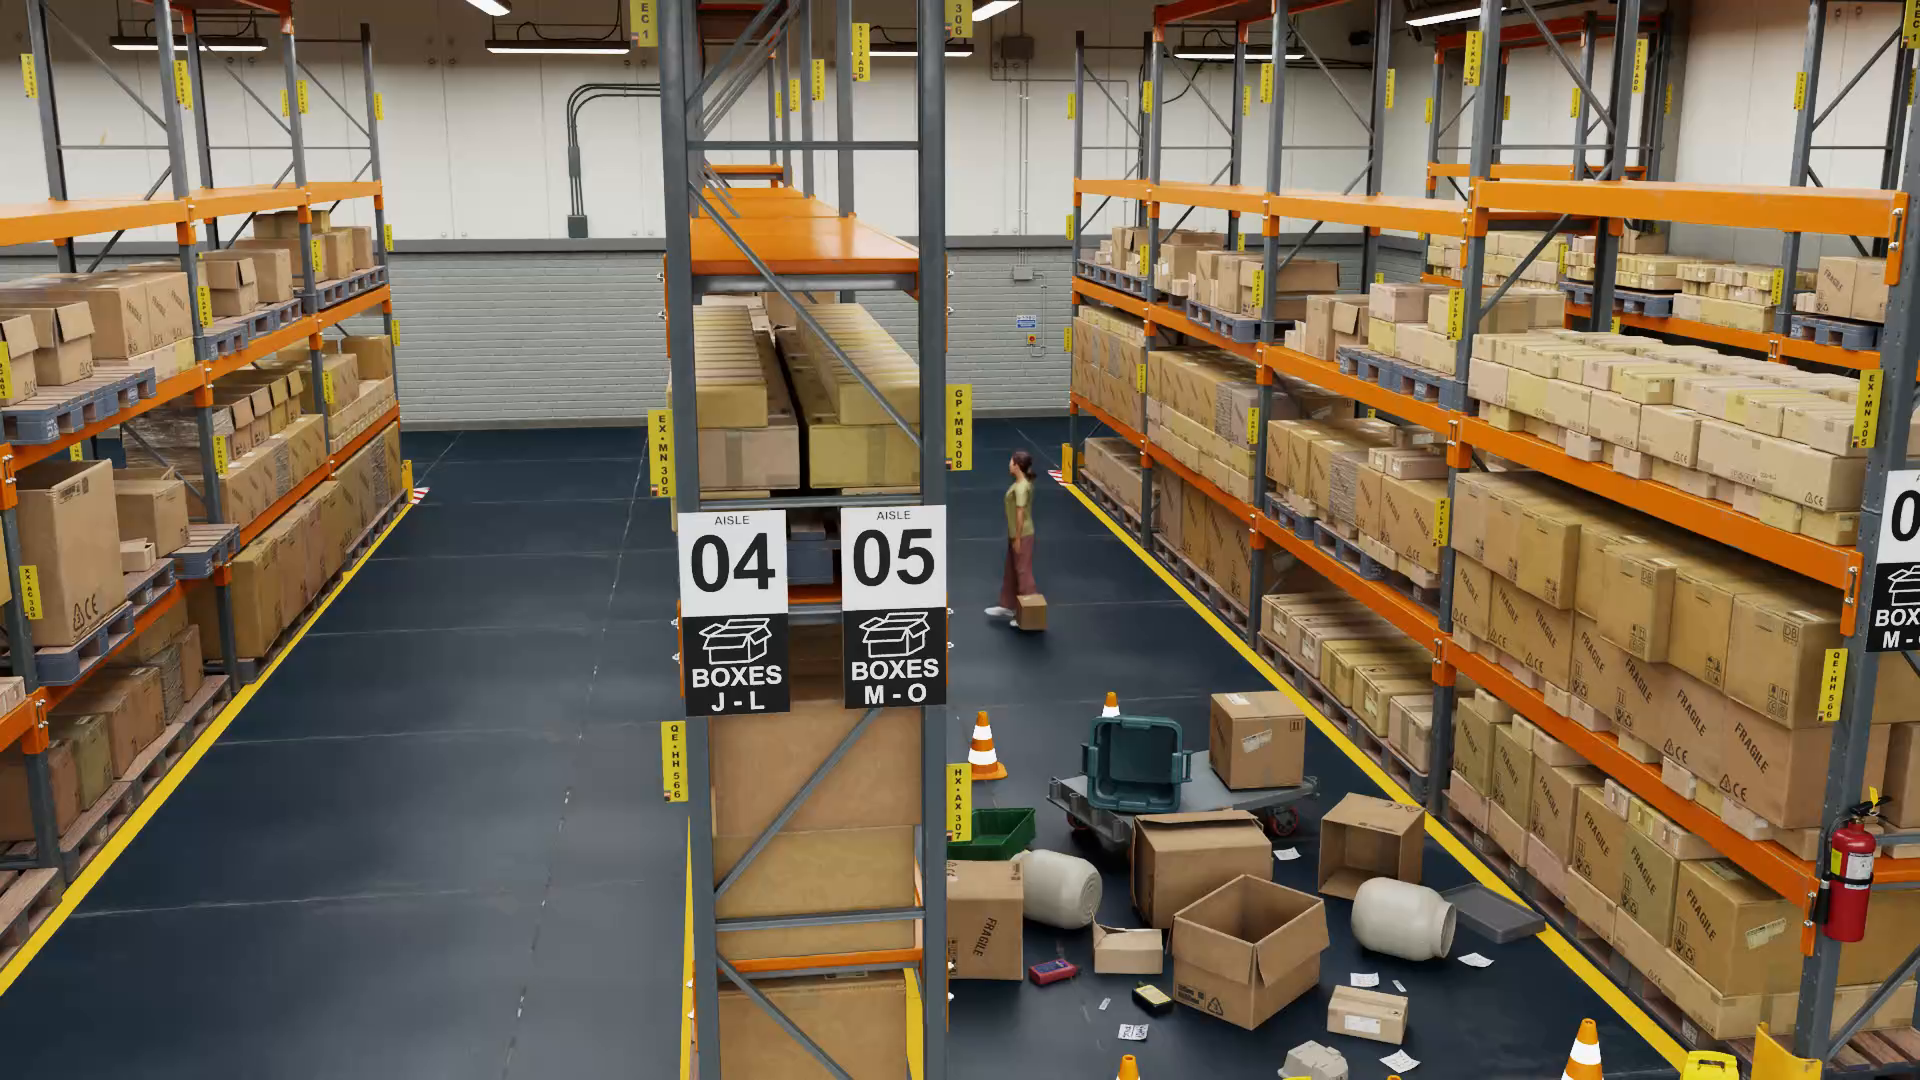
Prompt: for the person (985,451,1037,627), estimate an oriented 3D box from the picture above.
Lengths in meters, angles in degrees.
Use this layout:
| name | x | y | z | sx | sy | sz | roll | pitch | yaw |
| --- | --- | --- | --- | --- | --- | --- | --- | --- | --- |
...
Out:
| name | x | y | z | sx | sy | sz | roll | pitch | yaw |
| --- | --- | --- | --- | --- | --- | --- | --- | --- | --- |
| person | 0.502 | -0.030 | 16.020 | 0.527 | 1.673 | 0.507 | 1 | 13 | 4 |
